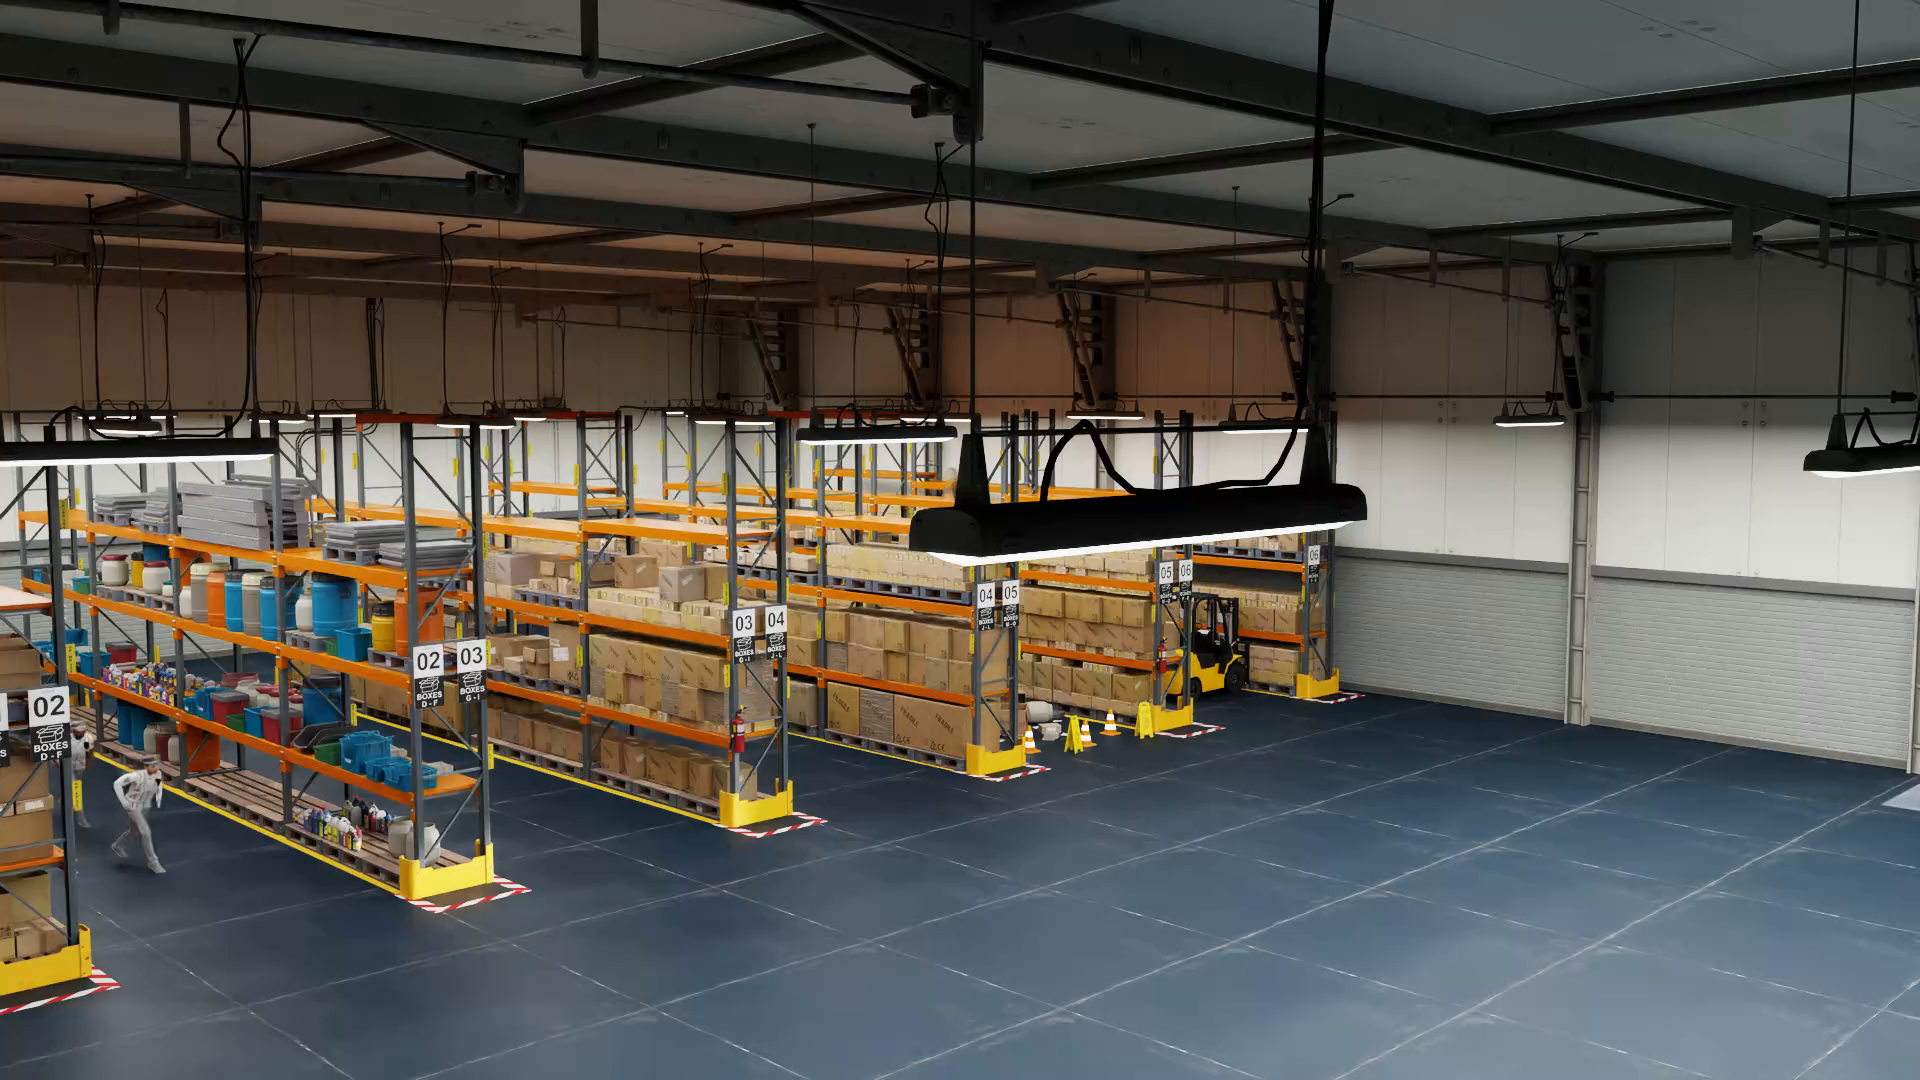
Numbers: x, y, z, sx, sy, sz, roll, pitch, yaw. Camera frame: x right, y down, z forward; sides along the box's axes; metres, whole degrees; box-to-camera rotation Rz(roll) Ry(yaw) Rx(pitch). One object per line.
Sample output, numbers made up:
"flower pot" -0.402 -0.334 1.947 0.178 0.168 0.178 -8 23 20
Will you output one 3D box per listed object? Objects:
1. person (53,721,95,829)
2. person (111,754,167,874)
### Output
"person" -13.157 3.429 24.593 0.972 1.627 0.611 5 7 44
"person" -11.022 3.633 22.195 0.980 1.628 0.655 3 6 28
